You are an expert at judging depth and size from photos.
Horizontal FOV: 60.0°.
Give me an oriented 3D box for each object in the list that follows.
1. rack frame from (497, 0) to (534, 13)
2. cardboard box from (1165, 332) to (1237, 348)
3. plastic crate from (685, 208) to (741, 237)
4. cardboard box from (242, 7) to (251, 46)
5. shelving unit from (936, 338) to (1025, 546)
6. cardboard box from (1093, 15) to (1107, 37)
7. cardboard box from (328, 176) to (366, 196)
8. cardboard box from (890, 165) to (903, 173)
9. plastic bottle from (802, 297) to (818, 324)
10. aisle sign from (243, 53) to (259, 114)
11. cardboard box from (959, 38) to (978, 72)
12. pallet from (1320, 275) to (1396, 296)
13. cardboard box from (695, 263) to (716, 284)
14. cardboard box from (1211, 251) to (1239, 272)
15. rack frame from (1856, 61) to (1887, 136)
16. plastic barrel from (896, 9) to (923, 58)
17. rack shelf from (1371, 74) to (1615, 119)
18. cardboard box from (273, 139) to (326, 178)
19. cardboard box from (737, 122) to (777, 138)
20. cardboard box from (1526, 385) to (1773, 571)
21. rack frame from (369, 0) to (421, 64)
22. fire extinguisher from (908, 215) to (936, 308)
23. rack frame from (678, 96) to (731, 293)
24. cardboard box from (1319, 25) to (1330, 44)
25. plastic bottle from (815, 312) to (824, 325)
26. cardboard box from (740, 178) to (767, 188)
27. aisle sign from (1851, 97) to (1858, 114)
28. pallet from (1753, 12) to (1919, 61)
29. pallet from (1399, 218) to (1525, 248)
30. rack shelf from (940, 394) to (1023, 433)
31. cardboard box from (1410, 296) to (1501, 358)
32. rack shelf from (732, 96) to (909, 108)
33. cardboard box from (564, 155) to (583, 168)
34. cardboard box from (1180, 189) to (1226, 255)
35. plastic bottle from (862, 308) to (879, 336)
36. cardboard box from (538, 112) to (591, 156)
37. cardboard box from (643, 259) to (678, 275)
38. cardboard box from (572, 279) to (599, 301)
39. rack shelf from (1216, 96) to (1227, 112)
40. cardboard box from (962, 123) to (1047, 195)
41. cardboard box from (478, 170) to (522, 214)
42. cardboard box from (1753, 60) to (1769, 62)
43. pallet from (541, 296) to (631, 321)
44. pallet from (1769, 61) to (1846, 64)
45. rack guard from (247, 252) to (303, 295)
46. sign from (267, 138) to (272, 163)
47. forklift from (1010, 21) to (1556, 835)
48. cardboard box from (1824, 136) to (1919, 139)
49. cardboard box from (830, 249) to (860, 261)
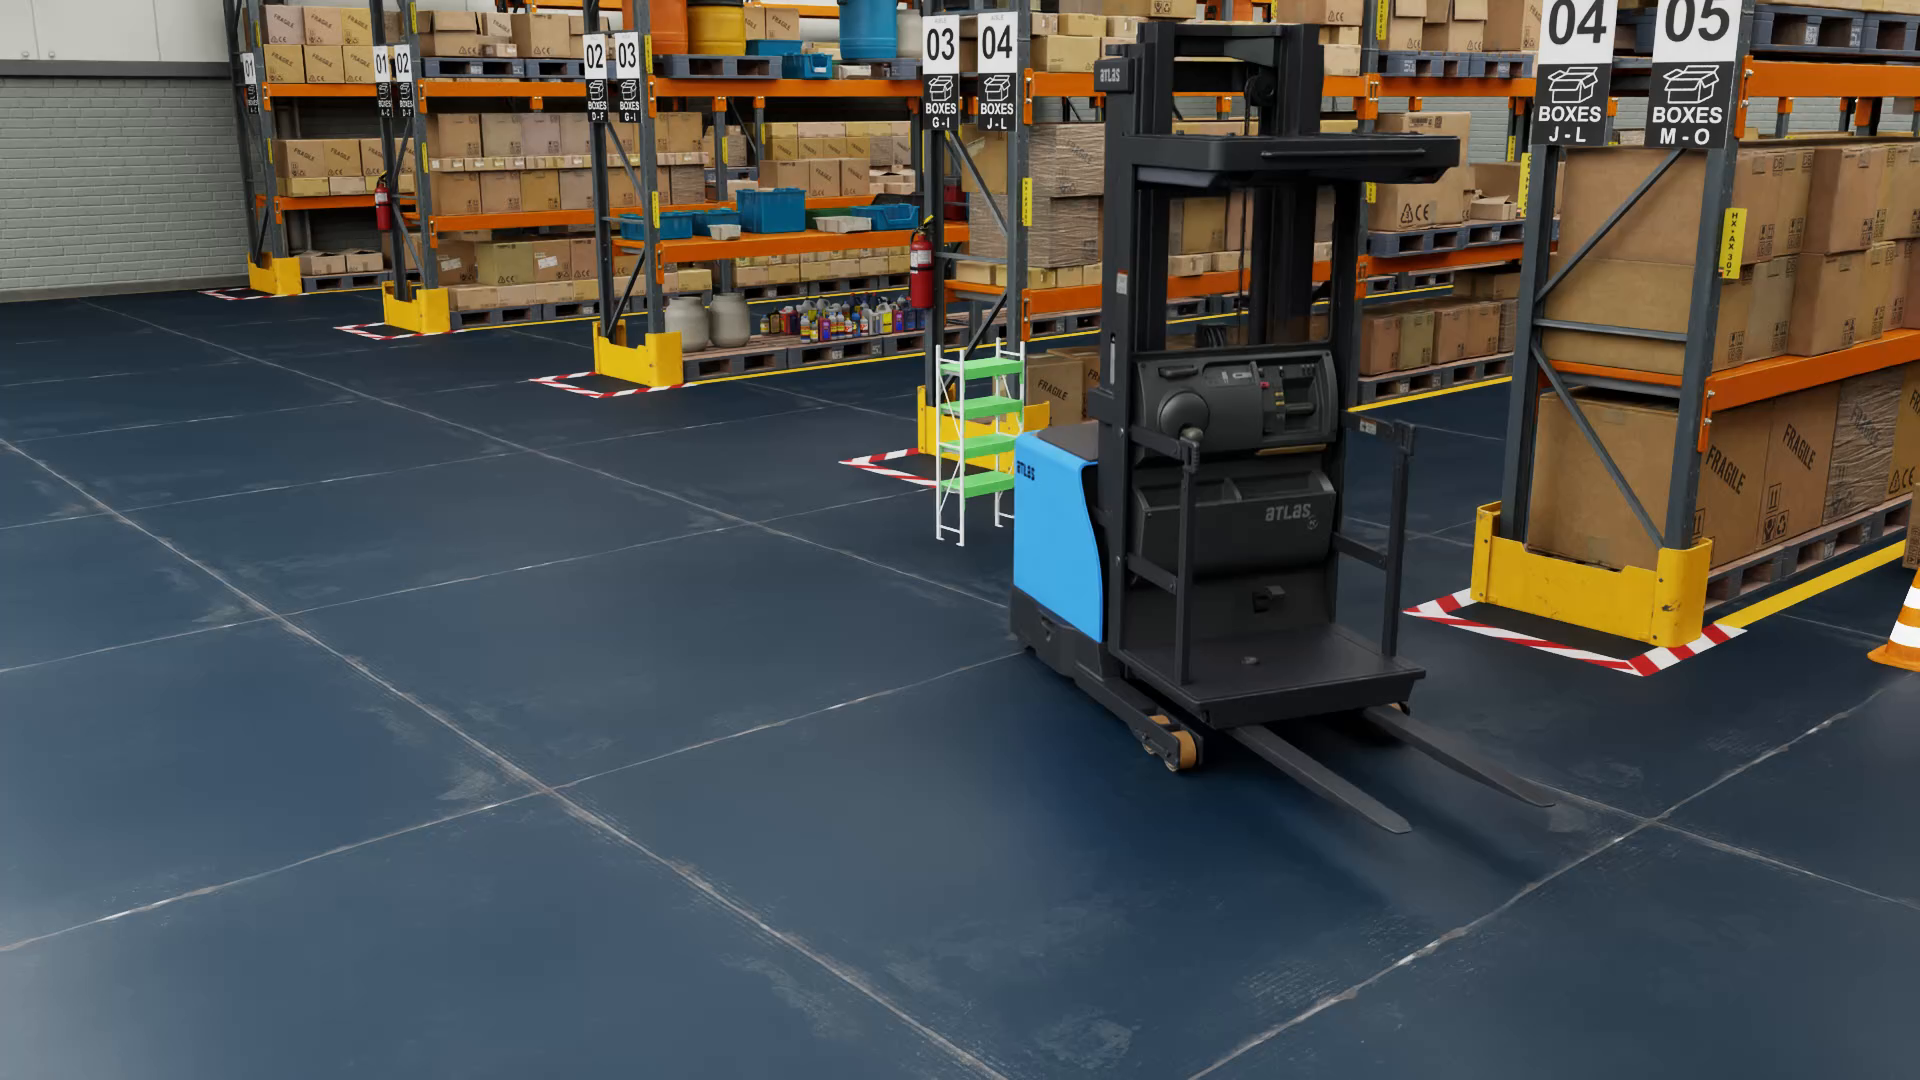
[{"bbox_3d":[-6.630,-8.505,24.653,0.127,3.000,1.000,-13,19,-39],"label":"rack frame"},{"bbox_3d":[1.952,-1.430,13.821,0.500,0.500,0.500,14,20,42],"label":"cardboard box"},{"bbox_3d":[-2.470,-3.180,16.632,0.408,0.251,0.499,-13,19,-39],"label":"plastic crate"},{"bbox_3d":[-9.494,-7.043,22.822,0.500,0.500,0.500,-12,19,-37],"label":"cardboard box"},{"bbox_3d":[0.125,-0.608,10.200,0.503,1.200,0.258,-13,19,-39],"label":"shelving unit"},{"bbox_3d":[0.835,-3.699,11.990,0.250,0.149,0.380,-13,20,-40],"label":"cardboard box"},{"bbox_3d":[-8.689,-4.978,23.325,0.500,0.250,0.500,-13,20,-41],"label":"cardboard box"},{"bbox_3d":[-1.225,-6.599,29.590,0.250,0.149,0.380,-13,19,-39],"label":"cardboard box"},{"bbox_3d":[-1.612,-2.419,17.775,0.185,0.351,0.144,-12,19,-37],"label":"plastic bottle"},{"bbox_3d":[-9.505,-6.114,22.290,0.004,0.787,0.394,-13,19,-39],"label":"aisle sign"},{"bbox_3d":[0.304,-3.544,12.183,0.500,0.250,0.500,-12,19,-38],"label":"cardboard box"},{"bbox_3d":[5.299,-3.563,23.181,1.213,0.211,1.003,-13,19,-39],"label":"pallet"},{"bbox_3d":[-3.253,-3.644,22.594,0.500,0.250,0.500,-13,20,-40],"label":"cardboard box"},{"bbox_3d":[2.014,-2.247,13.338,0.250,0.149,0.380,-13,19,-39],"label":"cardboard box"},{"bbox_3d":[6.304,-1.731,10.917,0.127,3.000,1.000,-13,19,-39],"label":"rack frame"},{"bbox_3d":[-0.581,-5.349,17.621,0.421,0.512,0.421,0,15,0],"label":"plastic barrel"},{"bbox_3d":[4.633,-4.154,15.571,4.000,0.370,1.077,-13,19,-39],"label":"rack shelf"},{"bbox_3d":[-9.090,-5.251,22.894,0.500,0.500,0.500,-13,19,-39],"label":"cardboard box"},{"bbox_3d":[-3.441,-6.975,28.290,0.500,0.250,0.500,-12,19,-38],"label":"cardboard box"},{"bbox_3d":[3.755,-0.357,9.079,0.875,0.875,0.875,-13,19,-39],"label":"cardboard box"},{"bbox_3d":[-6.393,-6.864,18.508,0.127,3.000,1.000,-13,19,-39],"label":"rack frame"},{"bbox_3d":[-0.282,-2.069,12.333,0.183,0.674,0.296,-13,19,-39],"label":"fire extinguisher"},{"bbox_3d":[-3.376,-4.643,21.819,0.127,3.000,1.000,-13,19,-39],"label":"rack frame"},{"bbox_3d":[2.807,-4.144,13.658,0.250,0.149,0.380,-12,19,-39],"label":"cardboard box"},{"bbox_3d":[-1.499,-2.331,17.734,0.097,0.201,0.097,0,15,0],"label":"plastic bottle"},{"bbox_3d":[-2.833,-4.763,22.528,0.258,0.266,0.396,-13,20,-41],"label":"cardboard box"},{"bbox_3d":[12.034,-6.073,22.136,0.004,0.787,0.394,-13,19,-39],"label":"aisle sign"},{"bbox_3d":[4.760,-2.795,9.261,1.213,0.211,1.003,-13,19,-39],"label":"pallet"},{"bbox_3d":[4.675,-2.955,15.873,1.213,0.211,1.003,-13,19,-39],"label":"pallet"},{"bbox_3d":[0.125,-0.778,10.155,0.480,0.148,0.258,-13,19,-39],"label":"rack shelf"},{"bbox_3d":[4.816,-2.085,16.234,0.500,0.500,0.700,-11,18,-35],"label":"cardboard box"},{"bbox_3d":[-2.104,-7.725,28.938,4.000,0.370,1.077,-13,19,-39],"label":"rack shelf"},{"bbox_3d":[-4.796,-4.612,20.252,0.250,0.149,0.380,-12,19,-39],"label":"cardboard box"},{"bbox_3d":[1.629,-2.583,13.336,0.500,0.500,0.875,-13,19,-39],"label":"cardboard box"},{"bbox_3d":[-0.937,-2.295,17.456,0.135,0.276,0.152,-12,19,-38],"label":"plastic bottle"},{"bbox_3d":[-4.842,-4.986,20.398,0.500,0.500,0.700,-13,19,-39],"label":"cardboard box"},{"bbox_3d":[-3.967,-3.676,21.261,0.500,0.500,0.500,-13,19,-39],"label":"cardboard box"},{"bbox_3d":[-4.710,-3.141,20.711,0.500,0.250,0.500,-13,19,-39],"label":"cardboard box"},{"bbox_3d":[1.382,-5.118,19.181,4.000,0.370,1.077,-13,19,-39],"label":"rack shelf"},{"bbox_3d":[0.359,-2.852,12.408,0.500,0.500,0.500,-13,19,-39],"label":"cardboard box"},{"bbox_3d":[-5.640,-4.180,19.892,0.500,0.500,0.700,-12,19,-38],"label":"cardboard box"},{"bbox_3d":[8.728,-5.669,18.841,0.500,0.500,0.700,-12,19,-38],"label":"cardboard box"},{"bbox_3d":[-4.924,-2.961,20.927,1.213,0.211,1.003,-13,19,-39],"label":"pallet"},{"bbox_3d":[9.783,-5.612,19.806,1.213,0.211,1.003,-13,19,-39],"label":"pallet"},{"bbox_3d":[-9.591,-3.734,23.261,0.348,0.500,1.175,-13,19,-39],"label":"rack guard"},{"bbox_3d":[-9.292,-5.242,22.383,0.005,0.325,0.100,-13,19,-39],"label":"sign"},{"bbox_3d":[1.254,-0.599,6.813,1.130,2.935,3.031,-6,16,-20],"label":"forklift"},{"bbox_3d":[6.003,-2.269,10.550,0.550,0.550,0.875,-13,19,-39],"label":"cardboard box"},{"bbox_3d":[-1.742,-4.070,23.104,0.500,0.311,0.500,-12,19,-38],"label":"cardboard box"}]
